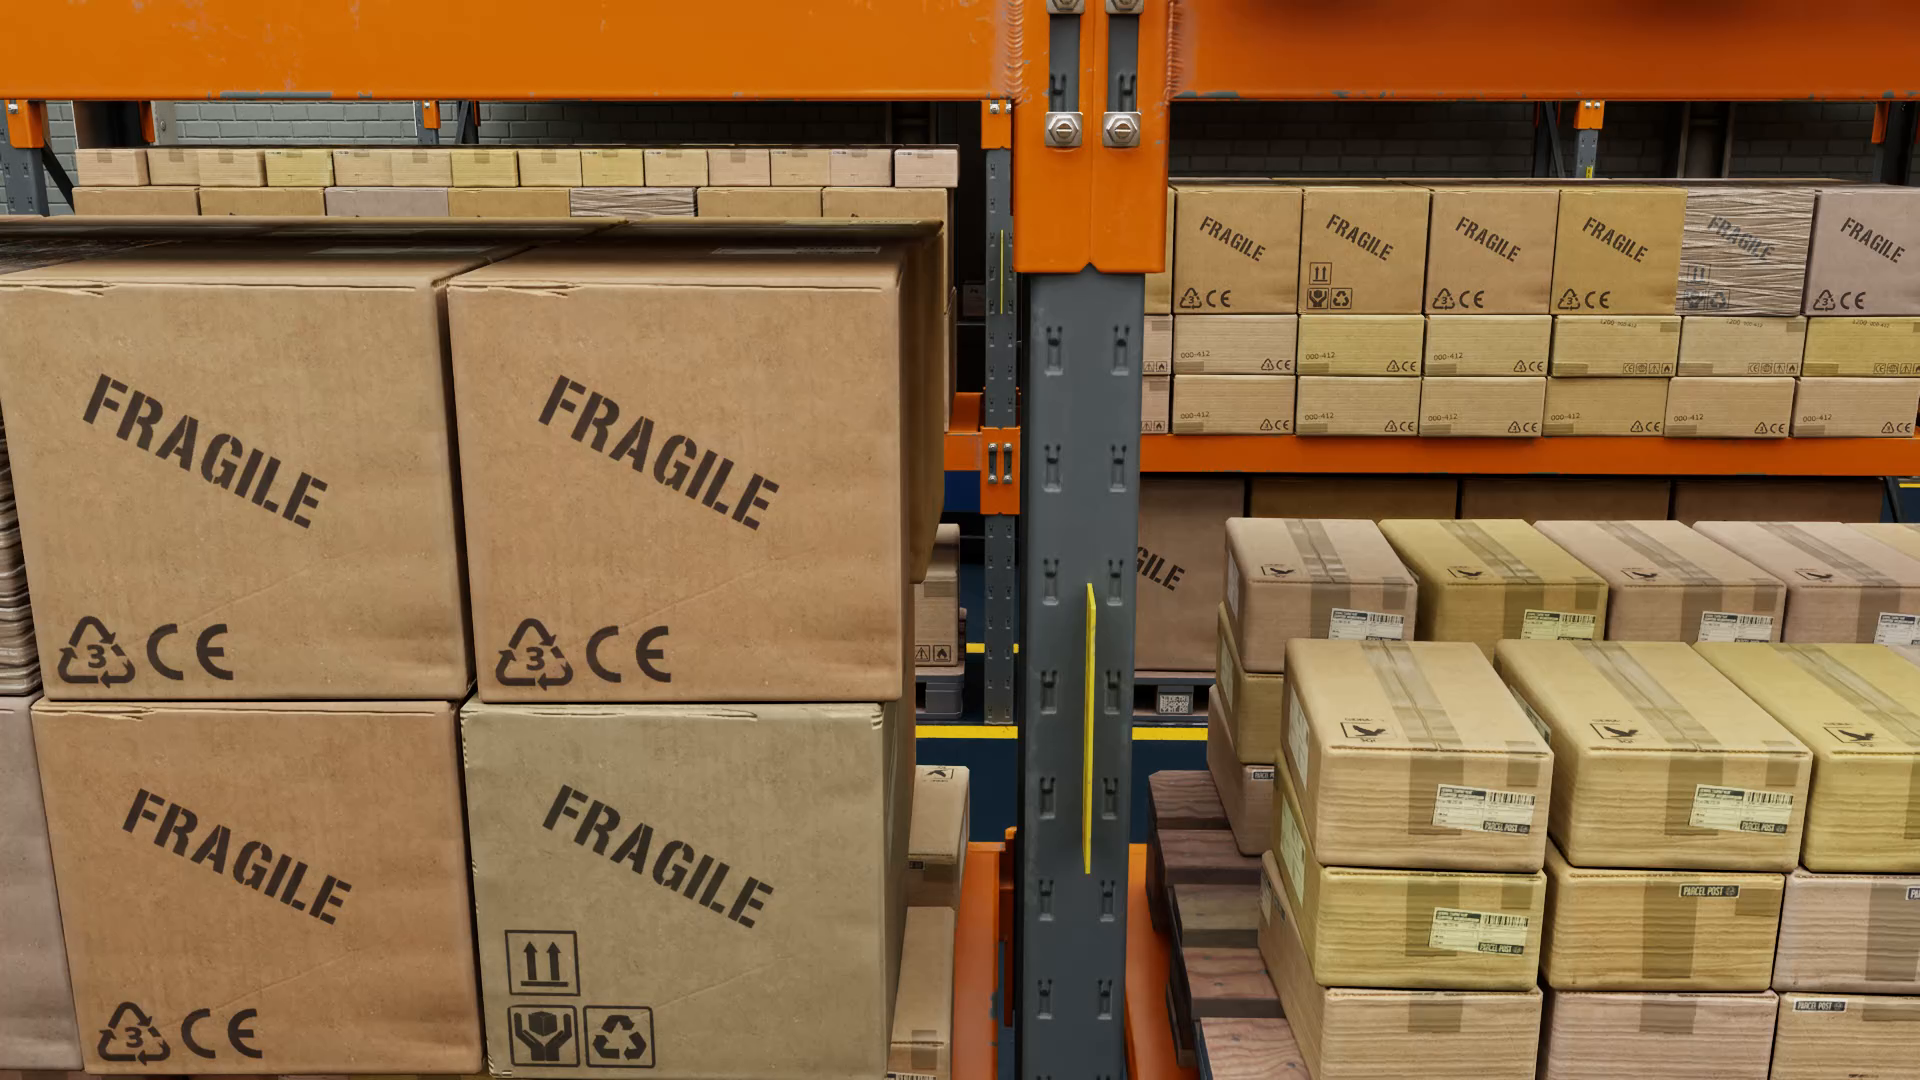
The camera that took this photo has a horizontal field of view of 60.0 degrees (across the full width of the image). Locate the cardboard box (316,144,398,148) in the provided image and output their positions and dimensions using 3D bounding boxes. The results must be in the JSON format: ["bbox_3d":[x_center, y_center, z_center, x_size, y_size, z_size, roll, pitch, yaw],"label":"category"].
[{"bbox_3d":[-2.688,-1.696,7.462,0.250,0.149,0.380,1,15,3],"label":"cardboard box"}]

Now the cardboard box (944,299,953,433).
[{"bbox_3d":[-0.289,-0.750,7.107,0.500,0.500,0.500,1,15,2],"label":"cardboard box"}]

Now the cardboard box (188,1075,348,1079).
[{"bbox_3d":[-0.918,0.668,2.419,0.250,0.149,0.380,0,15,0],"label":"cardboard box"}]

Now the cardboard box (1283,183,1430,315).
[{"bbox_3d":[1.624,-1.219,6.926,0.500,0.500,0.500,0,15,0],"label":"cardboard box"}]

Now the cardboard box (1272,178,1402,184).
[{"bbox_3d":[1.658,-1.347,7.410,0.500,0.500,0.500,1,15,3],"label":"cardboard box"}]

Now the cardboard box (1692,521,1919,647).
[{"bbox_3d":[1.351,0.088,2.630,0.250,0.149,0.380,0,15,1],"label":"cardboard box"}]

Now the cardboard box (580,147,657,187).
[{"bbox_3d":[-1.411,-1.555,6.925,0.250,0.149,0.380,0,15,0],"label":"cardboard box"}]

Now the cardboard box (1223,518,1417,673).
[{"bbox_3d":[0.562,0.083,2.650,0.250,0.149,0.380,1,15,4],"label":"cardboard box"}]

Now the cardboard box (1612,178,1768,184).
[{"bbox_3d":[3.197,-1.336,7.368,0.500,0.500,0.500,0,15,2],"label":"cardboard box"}]

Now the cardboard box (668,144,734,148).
[{"bbox_3d":[-1.153,-1.693,7.448,0.250,0.149,0.380,0,15,0],"label":"cardboard box"}]

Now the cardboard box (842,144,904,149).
[{"bbox_3d":[-0.384,-1.675,7.382,0.250,0.149,0.380,1,15,2],"label":"cardboard box"}]

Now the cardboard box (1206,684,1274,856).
[{"bbox_3d":[0.558,0.370,2.729,0.250,0.149,0.380,0,15,0],"label":"cardboard box"}]

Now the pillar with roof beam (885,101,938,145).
[{"bbox_3d":[-0.479,-4.067,8.116,0.400,9.000,9.100,0,15,1],"label":"pillar with roof beam"}]

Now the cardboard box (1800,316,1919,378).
[{"bbox_3d":[3.689,-0.846,6.979,0.500,0.250,0.500,0,15,1],"label":"cardboard box"}]

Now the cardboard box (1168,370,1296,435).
[{"bbox_3d":[1.132,-0.618,7.098,0.500,0.250,0.500,0,15,0],"label":"cardboard box"}]

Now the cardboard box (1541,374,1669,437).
[{"bbox_3d":[2.654,-0.609,7.063,0.500,0.250,0.500,0,15,1],"label":"cardboard box"}]

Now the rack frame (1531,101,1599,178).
[{"bbox_3d":[4.303,-2.004,12.055,0.127,3.000,1.000,0,15,1],"label":"rack frame"}]

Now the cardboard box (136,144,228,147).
[{"bbox_3d":[-3.454,-1.684,7.416,0.250,0.149,0.380,1,15,2],"label":"cardboard box"}]

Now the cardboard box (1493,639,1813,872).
[{"bbox_3d":[0.817,0.250,2.016,0.250,0.149,0.380,1,15,3],"label":"cardboard box"}]

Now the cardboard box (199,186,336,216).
[{"bbox_3d":[-2.828,-1.245,7.021,0.500,0.500,0.500,0,15,0],"label":"cardboard box"}]

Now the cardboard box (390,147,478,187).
[{"bbox_3d":[-2.173,-1.550,6.909,0.250,0.149,0.380,1,15,2],"label":"cardboard box"}]

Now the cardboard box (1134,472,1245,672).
[{"bbox_3d":[0.803,0.044,7.635,0.875,0.875,0.875,1,15,3],"label":"cardboard box"}]

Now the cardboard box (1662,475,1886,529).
[{"bbox_3d":[3.491,0.061,7.572,0.875,0.875,0.875,0,15,1],"label":"cardboard box"}]

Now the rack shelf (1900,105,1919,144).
[{"bbox_3d":[6.179,-1.827,6.917,4.000,0.370,1.077,0,15,1],"label":"rack shelf"}]

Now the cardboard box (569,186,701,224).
[{"bbox_3d":[-1.314,-1.235,6.984,0.500,0.500,0.500,1,15,2],"label":"cardboard box"}]

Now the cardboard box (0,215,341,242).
[{"bbox_3d":[-1.311,-0.252,2.677,0.500,0.500,0.500,1,15,2],"label":"cardboard box"}]

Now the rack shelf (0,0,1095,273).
[{"bbox_3d":[-1.844,-0.617,2.327,4.000,0.370,1.077,0,15,1],"label":"rack shelf"}]

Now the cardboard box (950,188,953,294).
[{"bbox_3d":[-0.289,-1.361,7.461,0.500,0.500,0.500,0,15,2],"label":"cardboard box"}]

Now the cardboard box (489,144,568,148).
[{"bbox_3d":[-1.915,-1.683,7.413,0.250,0.149,0.380,1,15,3],"label":"cardboard box"}]

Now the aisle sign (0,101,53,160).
[{"bbox_3d":[-3.897,-1.974,6.844,0.004,0.787,0.394,0,15,1],"label":"aisle sign"}]

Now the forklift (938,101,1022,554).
[{"bbox_3d":[0.622,-1.402,9.907,3.031,2.935,1.130,1,15,5],"label":"forklift"}]

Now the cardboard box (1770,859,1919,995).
[{"bbox_3d":[1.055,0.396,2.044,0.250,0.149,0.380,1,15,3],"label":"cardboard box"}]

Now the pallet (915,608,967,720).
[{"bbox_3d":[-0.577,0.559,7.806,1.213,0.211,1.003,0,15,1],"label":"pallet"}]

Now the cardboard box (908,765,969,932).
[{"bbox_3d":[-0.119,0.535,2.924,0.250,0.149,0.380,1,15,3],"label":"cardboard box"}]

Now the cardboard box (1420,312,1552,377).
[{"bbox_3d":[2.145,-0.849,6.993,0.500,0.250,0.500,0,15,0],"label":"cardboard box"}]

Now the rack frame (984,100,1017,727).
[{"bbox_3d":[0.181,-0.764,7.356,0.127,3.000,1.000,0,15,1],"label":"rack frame"}]

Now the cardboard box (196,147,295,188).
[{"bbox_3d":[-2.949,-1.548,6.900,0.250,0.149,0.380,1,15,3],"label":"cardboard box"}]

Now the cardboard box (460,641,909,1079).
[{"bbox_3d":[-0.335,0.376,2.257,0.500,0.500,0.500,0,15,2],"label":"cardboard box"}]

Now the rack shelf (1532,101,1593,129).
[{"bbox_3d":[2.303,-3.119,11.813,4.000,0.370,1.077,0,15,1],"label":"rack shelf"}]

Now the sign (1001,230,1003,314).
[{"bbox_3d":[0.168,-1.079,6.699,0.005,0.325,0.100,0,15,1],"label":"sign"}]

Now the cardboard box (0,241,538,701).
[{"bbox_3d":[-0.838,-0.113,2.148,0.500,0.500,0.500,0,15,0],"label":"cardboard box"}]

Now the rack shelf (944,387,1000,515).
[{"bbox_3d":[-1.818,-0.429,7.497,4.000,0.370,1.077,0,15,1],"label":"rack shelf"}]

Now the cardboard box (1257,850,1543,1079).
[{"bbox_3d":[0.538,0.537,2.093,0.250,0.149,0.380,0,15,-1],"label":"cardboard box"}]

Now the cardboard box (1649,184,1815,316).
[{"bbox_3d":[3.143,-1.208,6.881,0.500,0.500,0.500,1,15,2],"label":"cardboard box"}]

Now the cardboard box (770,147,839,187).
[{"bbox_3d":[-0.645,-1.564,6.960,0.250,0.149,0.380,0,15,1],"label":"cardboard box"}]

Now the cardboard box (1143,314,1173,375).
[{"bbox_3d":[0.614,-0.858,7.028,0.500,0.250,0.500,0,15,0],"label":"cardboard box"}]
